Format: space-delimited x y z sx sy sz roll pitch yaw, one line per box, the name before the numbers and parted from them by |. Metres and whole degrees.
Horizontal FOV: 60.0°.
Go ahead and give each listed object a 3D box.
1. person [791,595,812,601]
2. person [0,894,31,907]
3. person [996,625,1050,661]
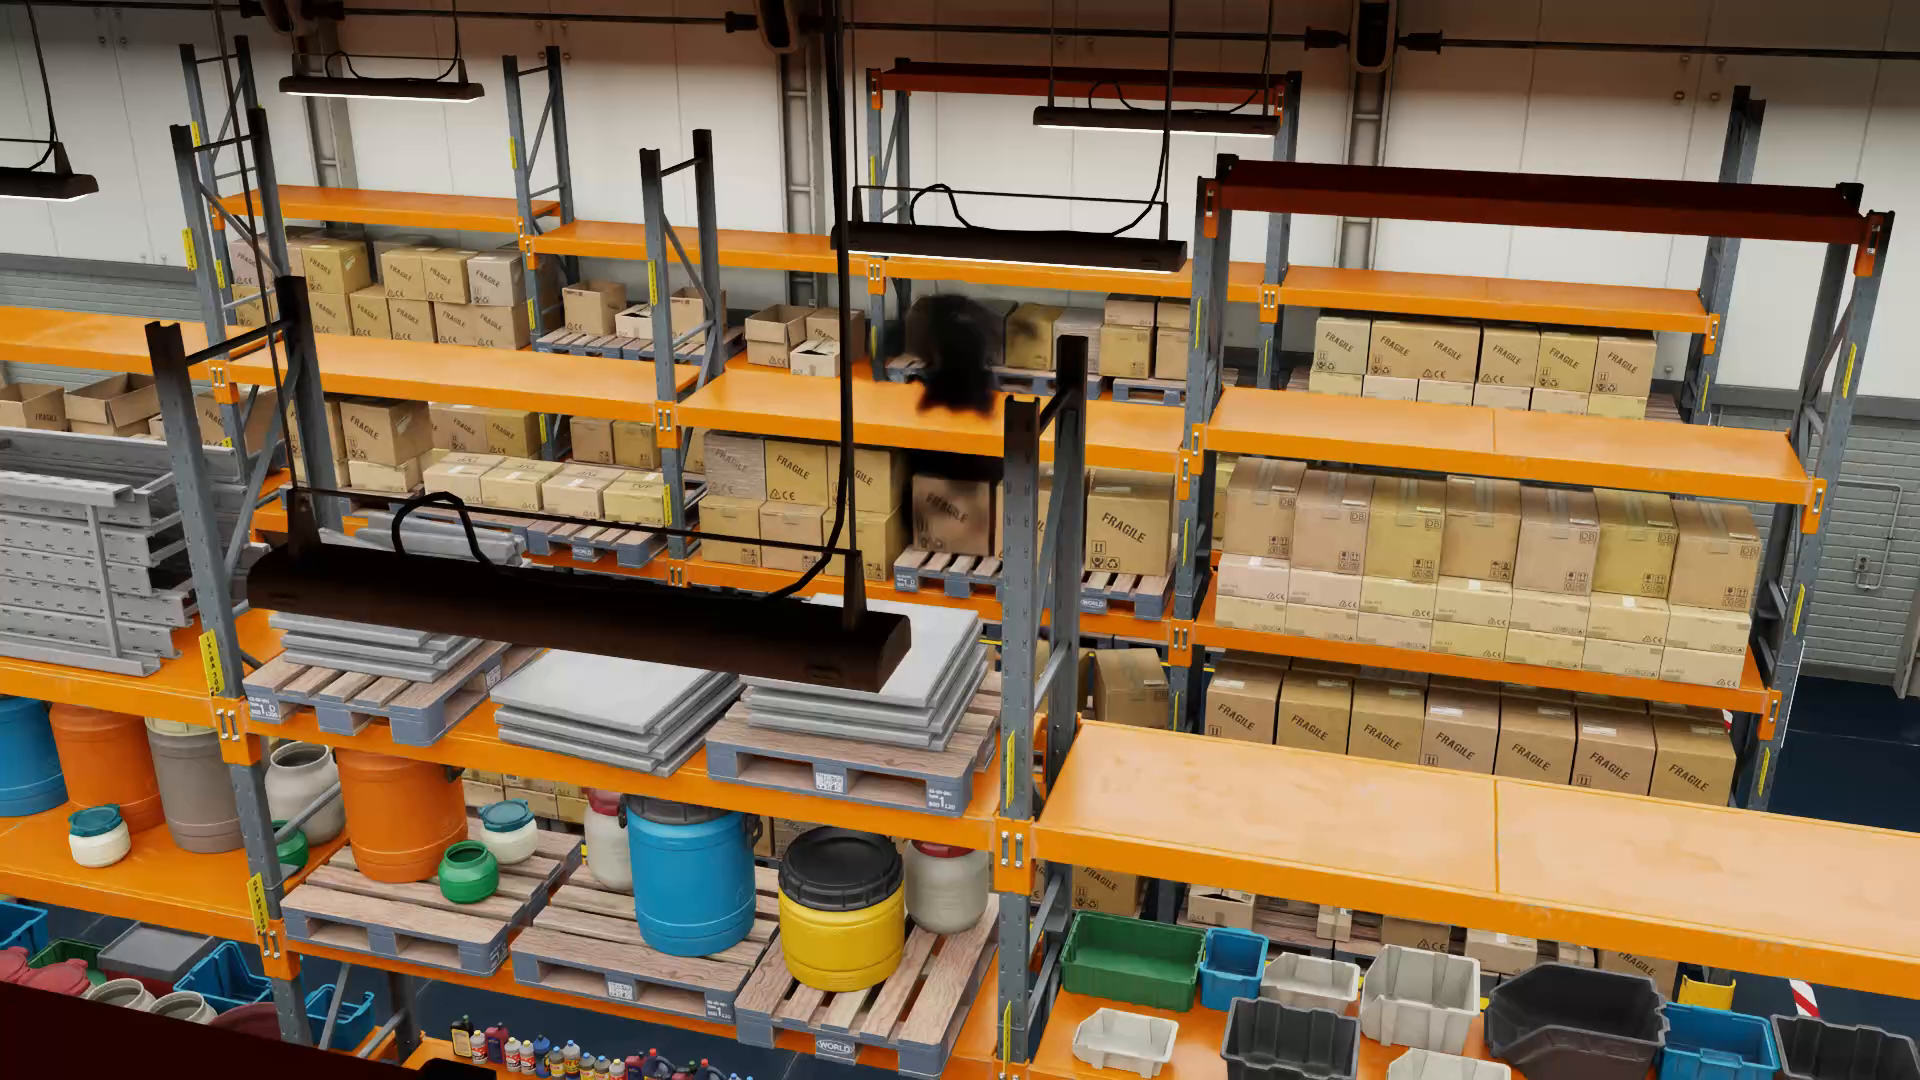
person | -1.339 0.789 16.912 0.869 1.527 0.571 0 23 0
person | -7.047 2.631 12.288 0.808 1.598 0.522 19 29 38
person | 0.631 1.295 15.585 0.785 1.665 0.524 4 23 10
